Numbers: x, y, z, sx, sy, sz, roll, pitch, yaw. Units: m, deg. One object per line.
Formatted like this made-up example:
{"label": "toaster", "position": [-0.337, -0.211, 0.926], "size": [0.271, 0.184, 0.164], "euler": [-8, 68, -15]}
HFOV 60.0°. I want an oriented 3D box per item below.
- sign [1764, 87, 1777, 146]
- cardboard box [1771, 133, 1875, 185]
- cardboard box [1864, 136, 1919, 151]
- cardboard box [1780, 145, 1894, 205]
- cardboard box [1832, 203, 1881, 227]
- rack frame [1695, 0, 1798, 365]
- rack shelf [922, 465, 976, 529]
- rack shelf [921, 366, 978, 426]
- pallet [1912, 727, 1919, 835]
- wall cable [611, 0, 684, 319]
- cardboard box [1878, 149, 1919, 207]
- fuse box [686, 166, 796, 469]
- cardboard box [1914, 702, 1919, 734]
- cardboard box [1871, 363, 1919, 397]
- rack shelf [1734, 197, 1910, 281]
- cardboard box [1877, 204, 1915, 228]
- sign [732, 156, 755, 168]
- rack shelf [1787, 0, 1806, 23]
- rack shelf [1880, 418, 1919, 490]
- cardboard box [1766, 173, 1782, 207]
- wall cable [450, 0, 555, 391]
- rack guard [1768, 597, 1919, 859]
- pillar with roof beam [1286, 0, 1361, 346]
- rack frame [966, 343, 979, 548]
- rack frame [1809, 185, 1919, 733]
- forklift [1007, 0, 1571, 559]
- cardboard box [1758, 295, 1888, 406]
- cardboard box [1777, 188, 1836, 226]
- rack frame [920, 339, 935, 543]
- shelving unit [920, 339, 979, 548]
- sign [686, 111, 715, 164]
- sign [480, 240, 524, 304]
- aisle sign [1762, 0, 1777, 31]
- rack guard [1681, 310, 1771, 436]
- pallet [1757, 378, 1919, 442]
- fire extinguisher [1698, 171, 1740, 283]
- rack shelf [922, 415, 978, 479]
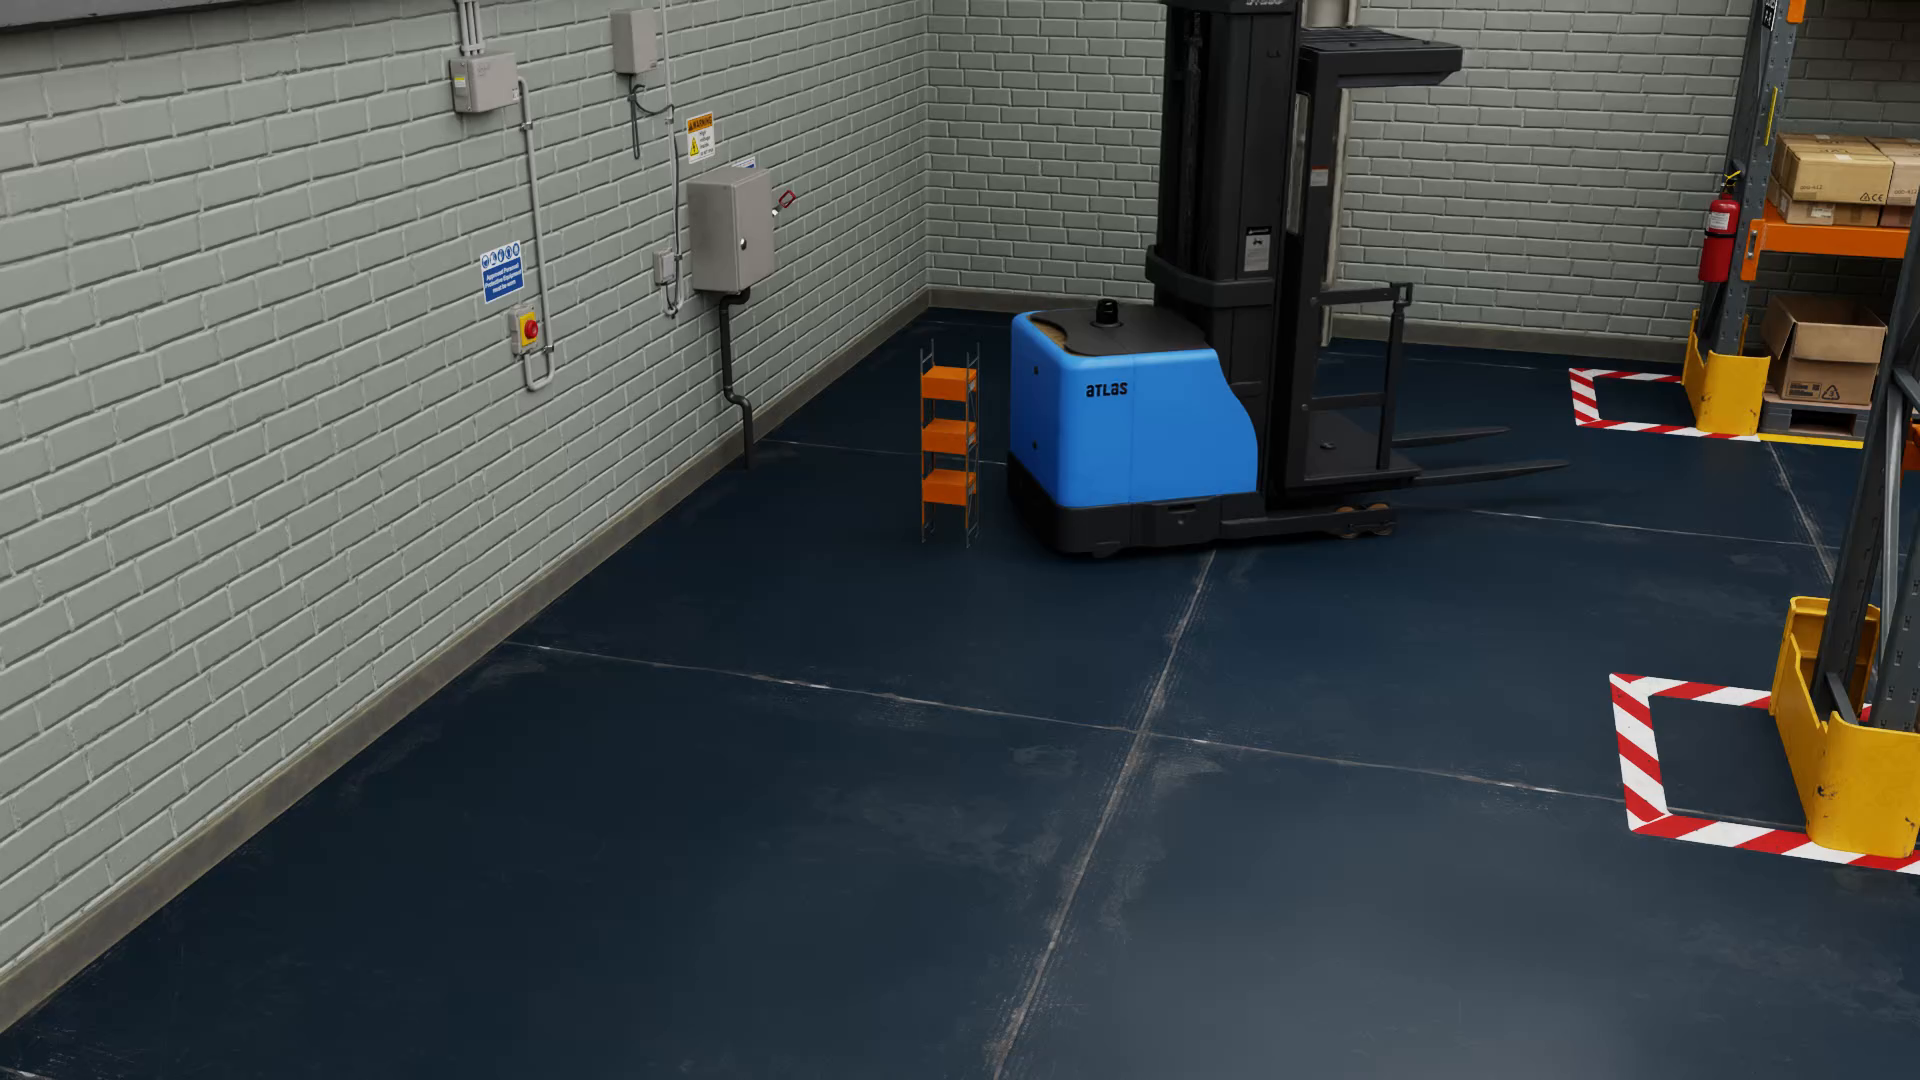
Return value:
{"label": "sign", "position": [4.728, -2.471, 9.700], "size": [0.005, 0.325, 0.100], "euler": [7, 23, 16]}
{"label": "cardboard box", "position": [5.402, -2.382, 10.429], "size": [0.500, 0.250, 0.500], "euler": [7, 23, 17]}
{"label": "cardboard box", "position": [5.895, -2.325, 10.291], "size": [0.500, 0.250, 0.500], "euler": [7, 23, 16]}
{"label": "cardboard box", "position": [5.241, -2.188, 9.957], "size": [0.500, 0.250, 0.500], "euler": [7, 23, 16]}
{"label": "cardboard box", "position": [5.377, -2.004, 10.035], "size": [0.250, 0.149, 0.380], "euler": [7, 23, 17]}
{"label": "rack frame", "position": [4.885, -2.267, 10.345], "size": [0.127, 3.000, 1.000], "euler": [7, 23, 16]}
{"label": "rack shelf", "position": [-0.051, -0.225, 8.695], "size": [0.240, 0.259, 0.215], "euler": [7, 23, 16]}
{"label": "rack shelf", "position": [-0.051, -0.744, 8.481], "size": [0.240, 0.259, 0.215], "euler": [7, 23, 16]}
{"label": "pallet", "position": [4.243, 0.886, 6.333], "size": [1.213, 0.211, 1.003], "euler": [7, 23, 16]}
{"label": "wall cable", "position": [-1.552, -2.060, 8.500], "size": [0.122, 1.984, 0.588], "euler": [7, 23, 16]}
{"label": "cardboard box", "position": [5.724, -2.133, 9.823], "size": [0.500, 0.250, 0.500], "euler": [7, 23, 16]}
{"label": "fuse box", "position": [-1.204, -1.224, 9.500], "size": [0.414, 1.711, 0.539], "euler": [7, 23, 16]}
{"label": "cardboard box", "position": [4.115, 0.564, 6.266], "size": [0.875, 0.438, 0.875], "euler": [6, 23, 14]}
{"label": "cardboard box", "position": [5.839, -0.981, 10.411], "size": [0.250, 0.149, 0.380], "euler": [6, 23, 13]}
{"label": "rack shelf", "position": [6.800, -1.715, 9.947], "size": [4.000, 0.370, 1.077], "euler": [7, 23, 16]}
{"label": "cardboard box", "position": [5.639, -1.988, 9.996], "size": [0.250, 0.149, 0.380], "euler": [6, 23, 15]}
{"label": "sign", "position": [-1.260, -1.979, 9.766], "size": [0.001, 0.494, 0.329], "euler": [7, 23, 16]}
{"label": "rack shelf", "position": [6.800, -3.103, 9.378], "size": [4.000, 0.370, 1.077], "euler": [7, 23, 16]}
{"label": "rack shelf", "position": [5.369, 0.088, 5.550], "size": [4.000, 0.370, 1.077], "euler": [7, 23, 16]}
{"label": "cardboard box", "position": [5.280, -2.212, 10.542], "size": [0.250, 0.149, 0.380], "euler": [6, 23, 15]}
{"label": "wall cable", "position": [-1.950, -1.558, 7.235], "size": [0.123, 1.953, 0.585], "euler": [7, 23, 16]}
{"label": "rack guard", "position": [3.432, 0.690, 6.429], "size": [0.348, 0.500, 1.175], "euler": [7, 23, 16]}
{"label": "pillar with roof beam", "position": [1.320, -4.102, 6.913], "size": [0.400, 9.000, 9.100], "euler": [7, 23, 16]}
{"label": "rack frame", "position": [0.066, -0.478, 8.552], "size": [0.008, 1.050, 0.200], "euler": [7, 23, 16]}
{"label": "rack frame", "position": [3.455, -0.464, 5.948], "size": [0.127, 3.000, 1.000], "euler": [7, 23, 16]}
{"label": "forklift", "position": [1.836, -1.550, 8.686], "size": [3.031, 2.935, 1.130], "euler": [-6, 23, -13]}
{"label": "cardboard box", "position": [5.443, -1.205, 10.492], "size": [0.637, 0.503, 0.797], "euler": [6, 23, 13]}
{"label": "cardboard box", "position": [5.120, -2.016, 10.062], "size": [0.250, 0.149, 0.380], "euler": [6, 23, 15]}
{"label": "rack frame", "position": [-0.168, -0.505, 8.618], "size": [0.008, 1.050, 0.200], "euler": [7, 23, 16]}
{"label": "shelving unit", "position": [-0.051, -0.492, 8.585], "size": [0.252, 1.050, 0.215], "euler": [7, 23, 16]}
{"label": "sign", "position": [-1.418, -2.205, 9.105], "size": [0.001, 0.242, 0.339], "euler": [7, 23, 16]}
{"label": "sign", "position": [-2.023, -1.187, 7.356], "size": [0.001, 0.218, 0.327], "euler": [7, 23, 16]}
{"label": "aisle sign", "position": [4.735, -3.371, 9.610], "size": [0.004, 0.787, 0.394], "euler": [7, 23, 16]}
{"label": "rack guard", "position": [4.958, -1.103, 10.799], "size": [0.348, 0.500, 1.175], "euler": [7, 23, 16]}
{"label": "pallet", "position": [5.721, -0.882, 10.642], "size": [1.213, 0.211, 1.003], "euler": [7, 23, 16]}
{"label": "fire extinguisher", "position": [4.611, -1.907, 10.061], "size": [0.183, 0.674, 0.296], "euler": [7, 23, 16]}
{"label": "rack shelf", "position": [-0.051, -0.482, 8.589], "size": [0.240, 0.259, 0.215], "euler": [7, 23, 16]}
